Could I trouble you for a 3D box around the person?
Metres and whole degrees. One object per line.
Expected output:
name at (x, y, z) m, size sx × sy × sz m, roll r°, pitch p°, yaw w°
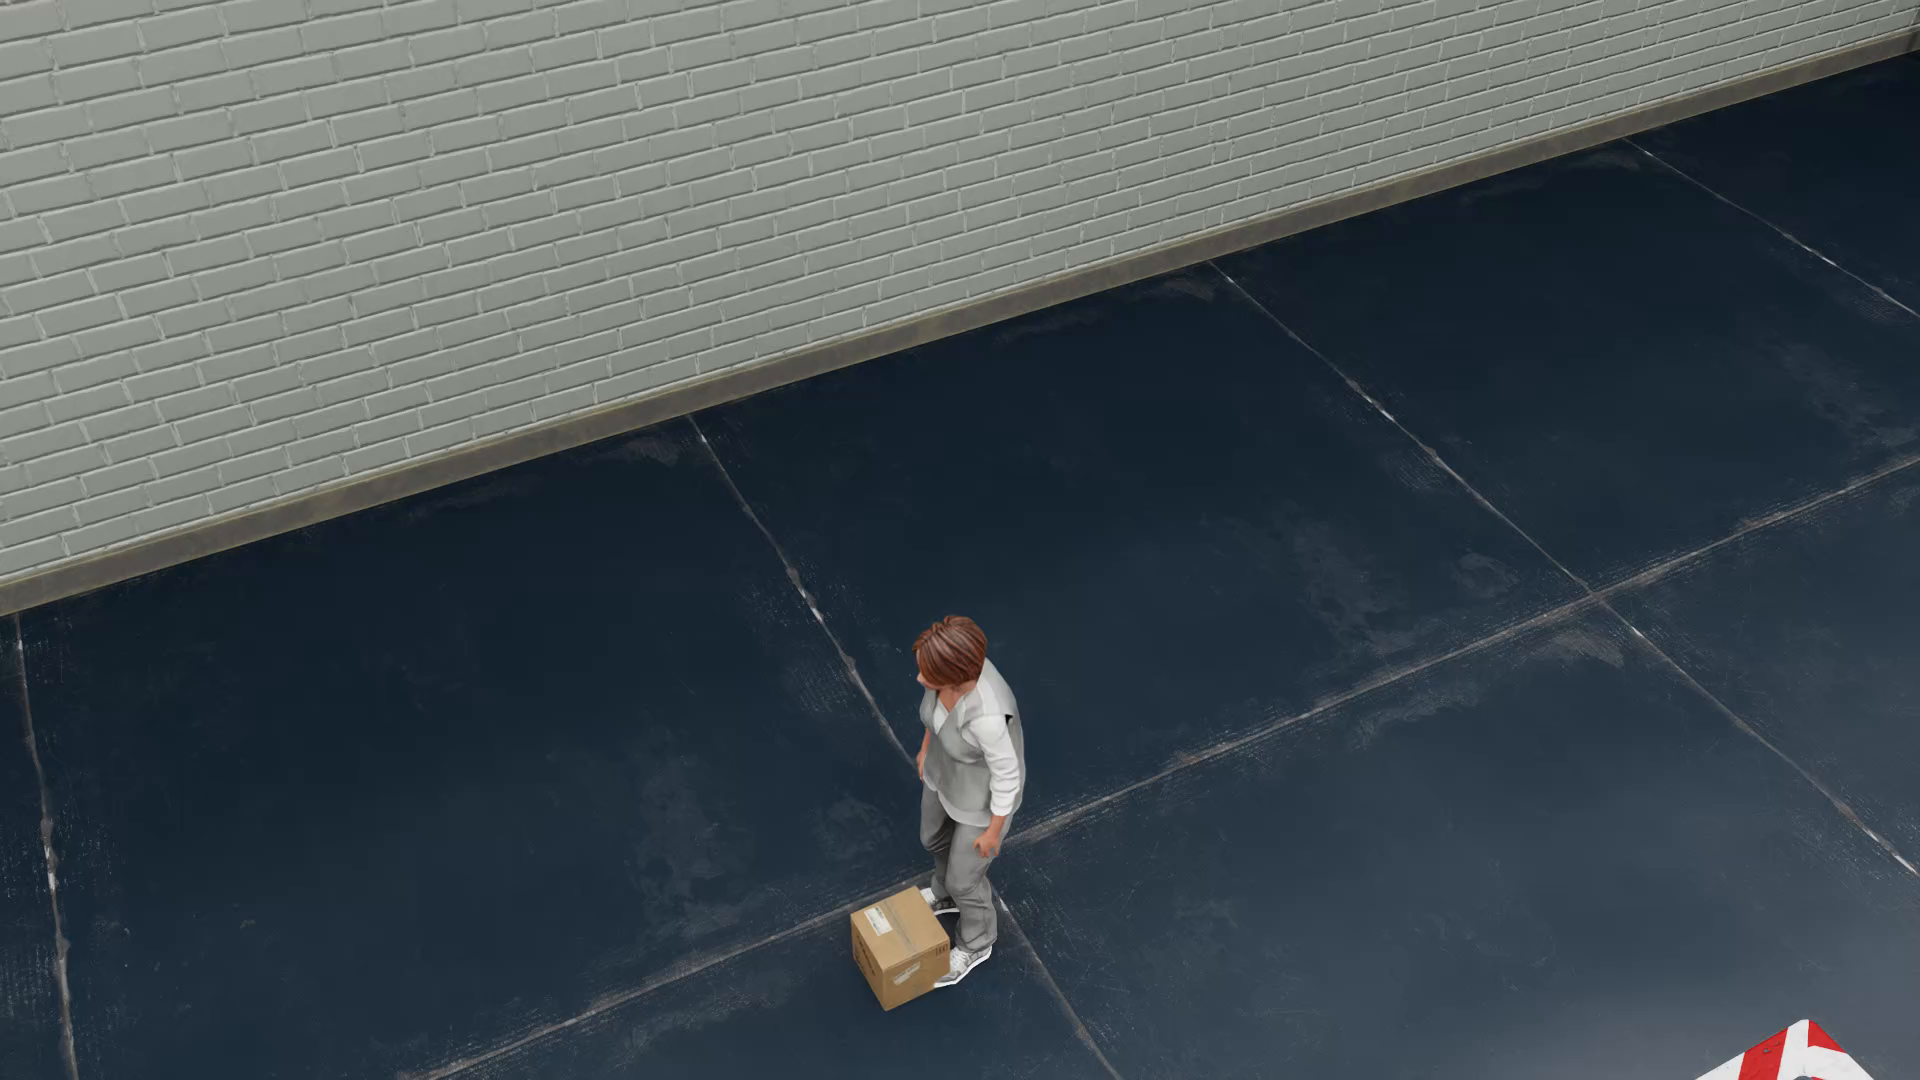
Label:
person at (-0.001, 0.805, 5.270) m, size 0.376 × 1.590 × 0.467 m, roll -21°, pitch 46°, yaw -22°
